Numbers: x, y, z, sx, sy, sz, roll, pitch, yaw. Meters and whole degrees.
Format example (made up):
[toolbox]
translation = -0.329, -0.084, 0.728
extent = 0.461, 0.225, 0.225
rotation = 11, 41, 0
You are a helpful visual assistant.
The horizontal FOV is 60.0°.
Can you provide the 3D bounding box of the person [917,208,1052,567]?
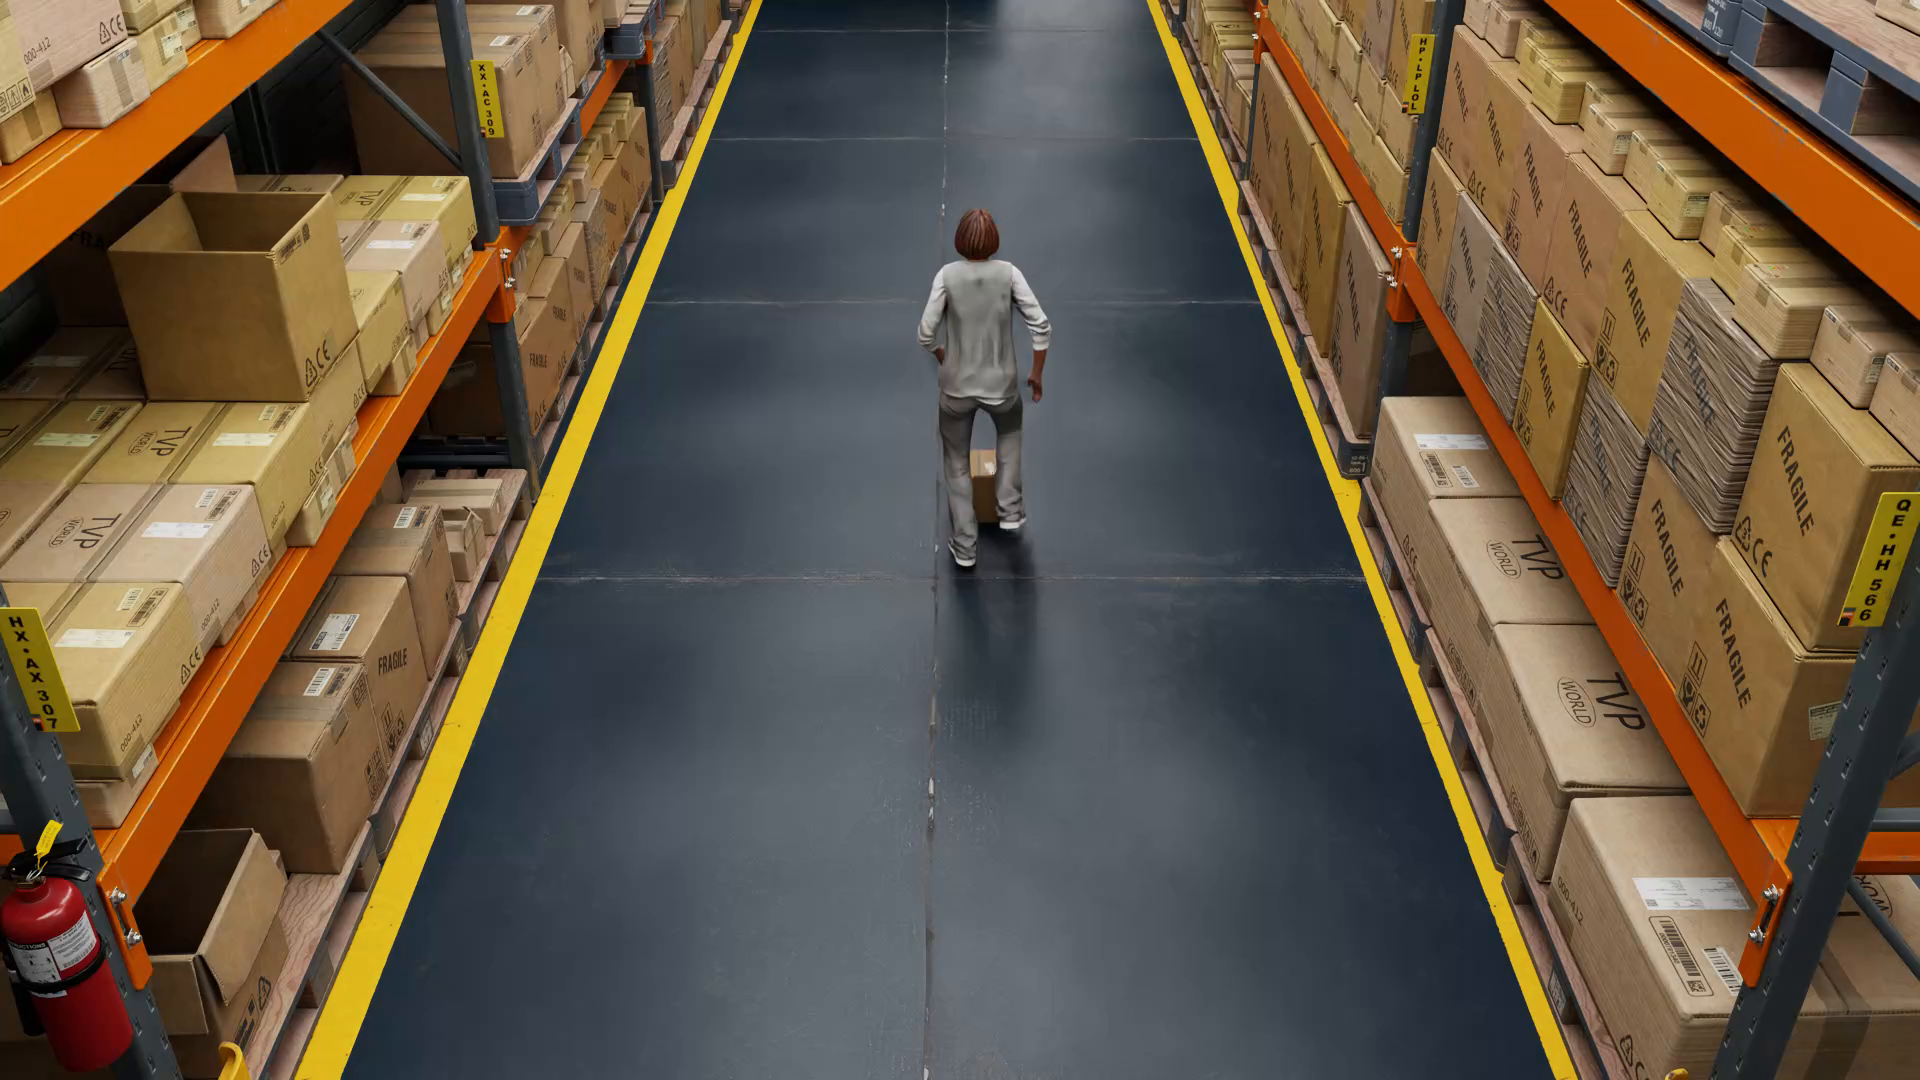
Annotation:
[person]
translation = 0.103, -0.661, 7.277
extent = 0.566, 1.509, 0.604
rotation = -3, 32, -4
